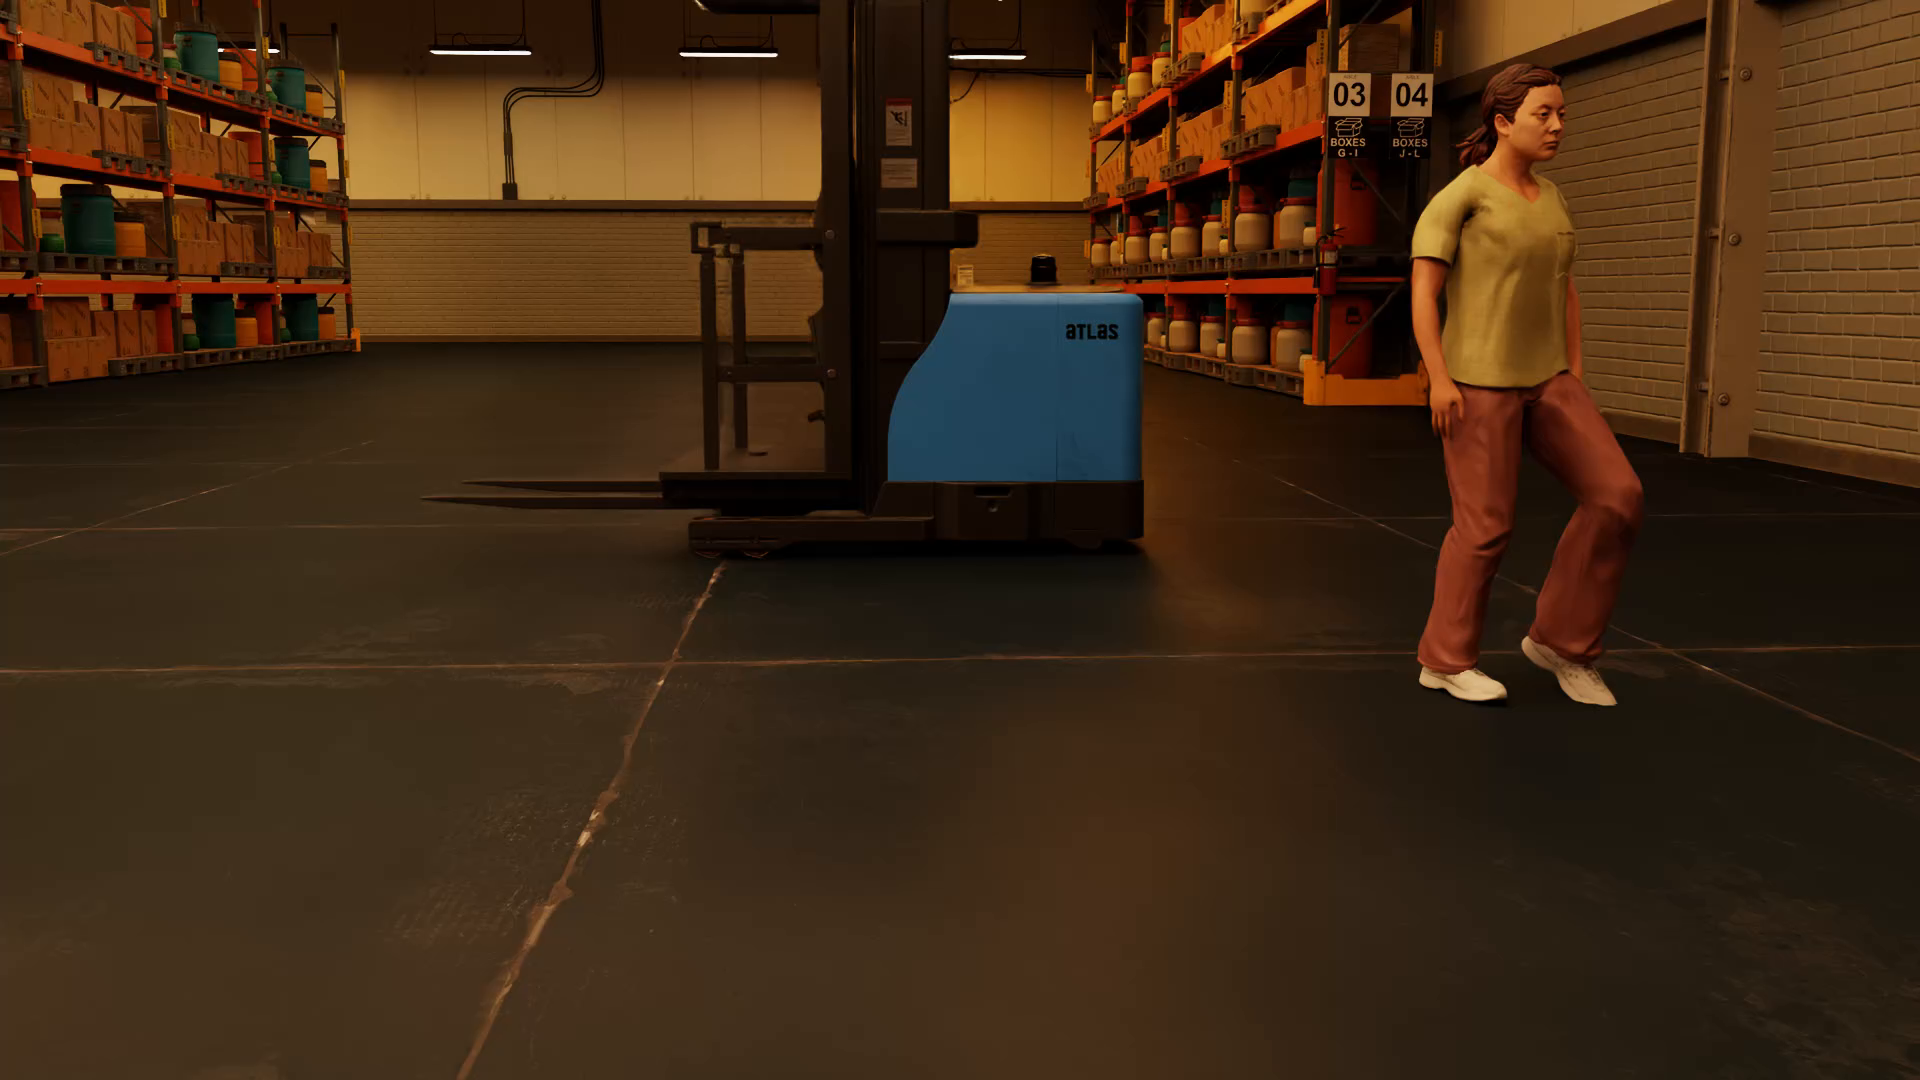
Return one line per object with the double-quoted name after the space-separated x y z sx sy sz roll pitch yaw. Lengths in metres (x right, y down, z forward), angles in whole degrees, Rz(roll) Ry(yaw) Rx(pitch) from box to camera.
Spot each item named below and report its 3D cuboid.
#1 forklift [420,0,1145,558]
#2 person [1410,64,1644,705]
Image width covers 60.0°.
-0.753 -1.455 7.131 3.031 2.935 1.130 0 8 0 "forklift"
1.453 -0.374 4.324 0.569 1.688 0.489 -4 9 -25 "person"
